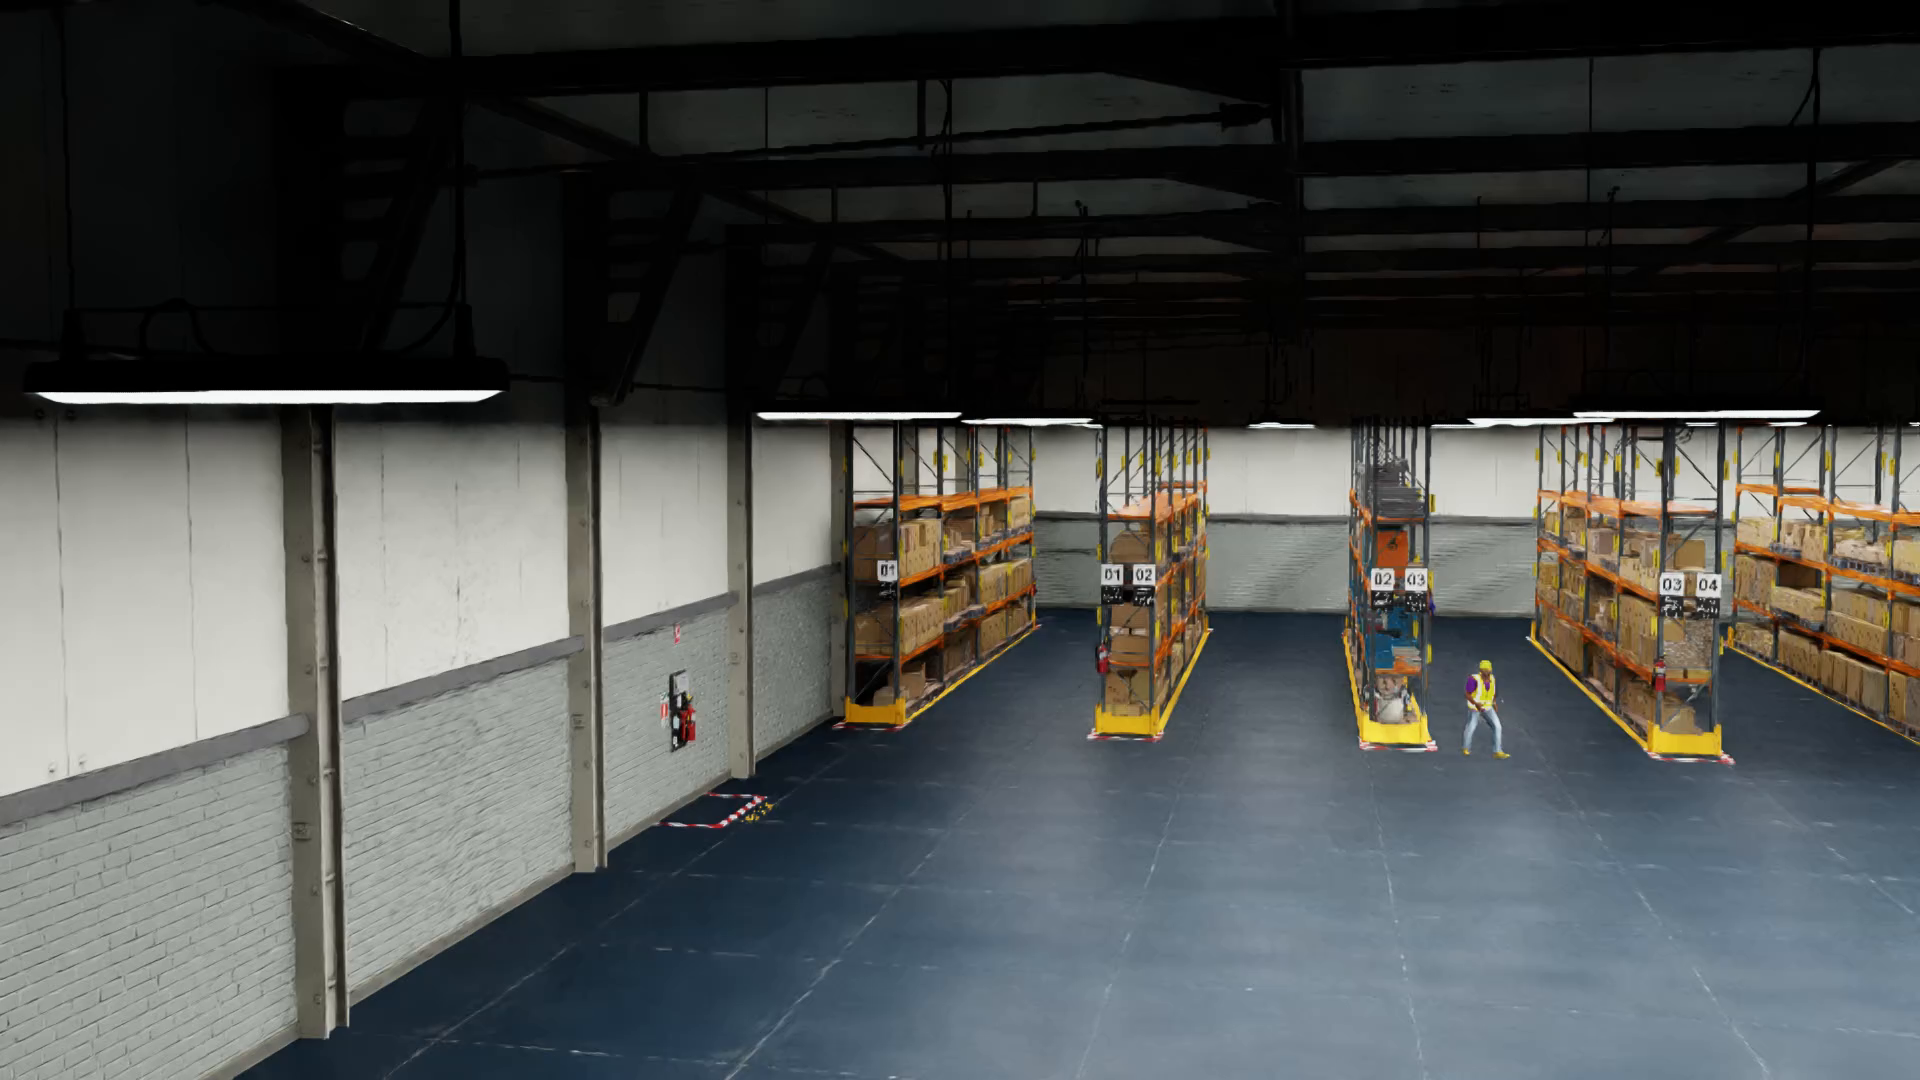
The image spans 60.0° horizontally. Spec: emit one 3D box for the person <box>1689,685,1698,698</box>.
[{"bbox_3d":[15.764,2.486,35.550,0.550,1.709,1.127,1,4,9],"label":"person"}]

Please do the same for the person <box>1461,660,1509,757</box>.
[{"bbox_3d":[9.113,2.927,29.047,0.706,1.698,0.801,-1,4,-8],"label":"person"}]

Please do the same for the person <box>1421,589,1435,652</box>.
[{"bbox_3d":[11.967,2.044,42.553,0.372,1.665,0.606,0,4,1],"label":"person"}]

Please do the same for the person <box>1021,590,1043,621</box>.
[{"bbox_3d":[2.019,1.546,49.351,0.708,1.758,0.533,-3,5,-41],"label":"person"}]
